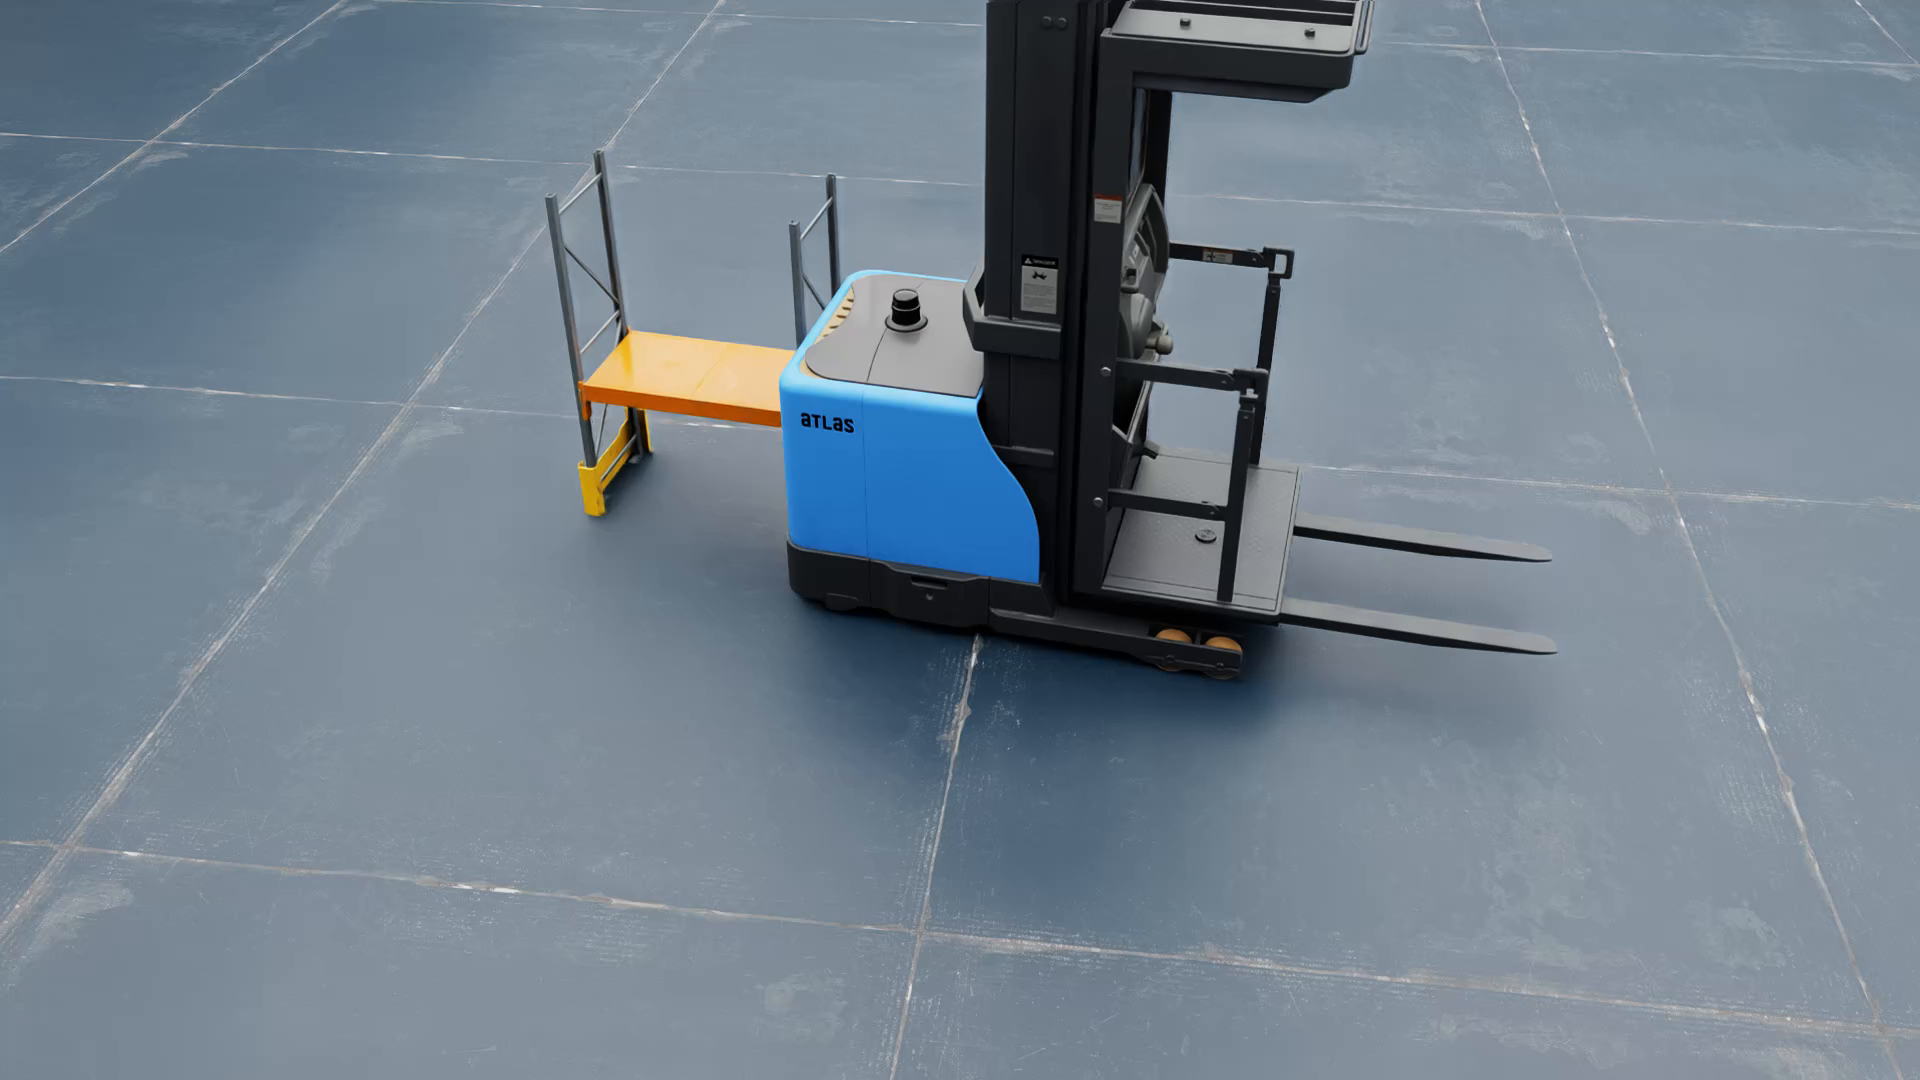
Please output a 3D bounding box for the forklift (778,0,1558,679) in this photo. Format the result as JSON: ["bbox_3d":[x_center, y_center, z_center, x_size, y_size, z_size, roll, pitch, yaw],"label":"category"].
[{"bbox_3d":[0.870,-0.992,6.117,3.031,2.935,1.130,8,36,12],"label":"forklift"}]

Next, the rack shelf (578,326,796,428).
[{"bbox_3d":[-1.073,-0.666,7.201,1.000,0.185,0.538,8,36,12],"label":"rack shelf"}]

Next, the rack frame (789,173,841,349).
[{"bbox_3d":[-0.580,-0.739,6.995,0.032,1.500,0.500,8,36,12],"label":"rack frame"}]

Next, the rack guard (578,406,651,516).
[{"bbox_3d":[-1.564,-0.376,7.562,0.087,0.250,0.587,8,36,12],"label":"rack guard"}]

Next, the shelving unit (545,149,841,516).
[{"bbox_3d":[-1.082,-0.814,7.099,1.083,1.500,0.587,8,36,12],"label":"shelving unit"}]

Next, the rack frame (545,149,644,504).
[{"bbox_3d":[-1.566,-0.885,7.199,0.032,1.500,0.500,8,36,12],"label":"rack frame"}]
